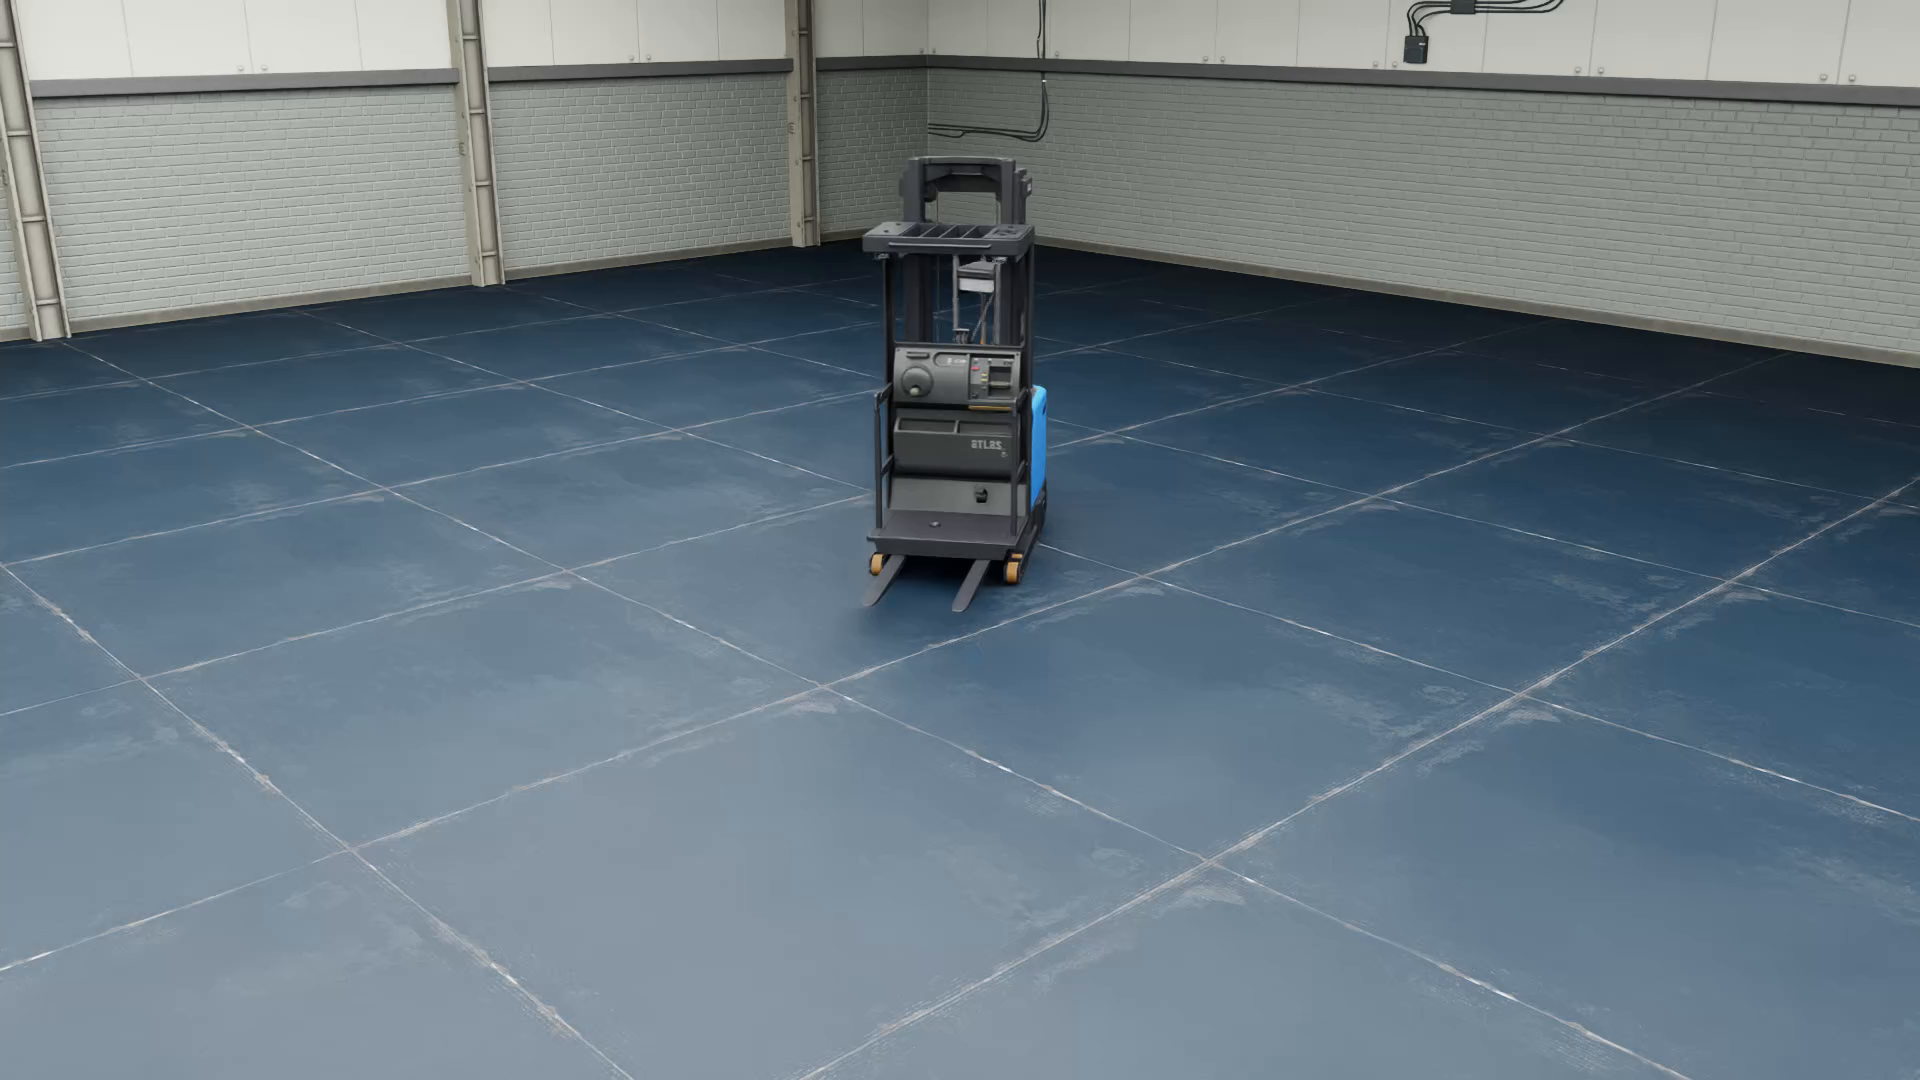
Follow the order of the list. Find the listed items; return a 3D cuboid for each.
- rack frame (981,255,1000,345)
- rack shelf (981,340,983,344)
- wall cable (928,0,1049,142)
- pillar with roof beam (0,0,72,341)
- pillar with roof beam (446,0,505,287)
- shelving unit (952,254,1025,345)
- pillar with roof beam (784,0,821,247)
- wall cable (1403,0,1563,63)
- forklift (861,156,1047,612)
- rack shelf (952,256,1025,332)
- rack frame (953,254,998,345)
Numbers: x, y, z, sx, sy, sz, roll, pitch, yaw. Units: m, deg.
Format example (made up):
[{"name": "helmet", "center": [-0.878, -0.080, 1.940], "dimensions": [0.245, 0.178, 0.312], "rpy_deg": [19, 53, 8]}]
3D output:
[{"name": "rack frame", "center": [0.359, -1.425, 13.972], "dimensions": [0.400, 2.100, 0.015], "rpy_deg": [10, 20, 27]}, {"name": "rack shelf", "center": [0.242, -1.345, 13.772], "dimensions": [0.431, 0.518, 0.480], "rpy_deg": [10, 20, 27]}, {"name": "wall cable", "center": [0.399, -8.207, 28.742], "dimensions": [0.112, 2.526, 3.097], "rpy_deg": [-16, 24, -41]}, {"name": "pillar with roof beam", "center": [-8.412, -5.849, 16.434], "dimensions": [0.400, 9.000, 9.100], "rpy_deg": [-16, 24, -41]}, {"name": "pillar with roof beam", "center": [-4.052, -7.120, 20.355], "dimensions": [0.400, 9.000, 9.100], "rpy_deg": [-16, 24, -41]}, {"name": "shelving unit", "center": [0.242, -1.358, 13.768], "dimensions": [0.431, 2.100, 0.503], "rpy_deg": [10, 20, 27]}, {"name": "pillar with roof beam", "center": [0.308, -8.392, 24.276], "dimensions": [0.400, 9.000, 9.100], "rpy_deg": [-16, 24, -41]}, {"name": "wall cable", "center": [6.910, -9.171, 21.167], "dimensions": [0.169, 6.003, 2.305], "rpy_deg": [-16, 24, -41]}, {"name": "forklift", "center": [-0.056, -1.194, 11.916], "dimensions": [1.130, 2.935, 3.031], "rpy_deg": [3, 18, 9]}, {"name": "rack shelf", "center": [0.242, -2.011, 13.555], "dimensions": [0.431, 0.518, 0.480], "rpy_deg": [10, 20, 27]}, {"name": "rack frame", "center": [0.125, -1.292, 13.564], "dimensions": [0.400, 2.100, 0.015], "rpy_deg": [10, 20, 27]}]
